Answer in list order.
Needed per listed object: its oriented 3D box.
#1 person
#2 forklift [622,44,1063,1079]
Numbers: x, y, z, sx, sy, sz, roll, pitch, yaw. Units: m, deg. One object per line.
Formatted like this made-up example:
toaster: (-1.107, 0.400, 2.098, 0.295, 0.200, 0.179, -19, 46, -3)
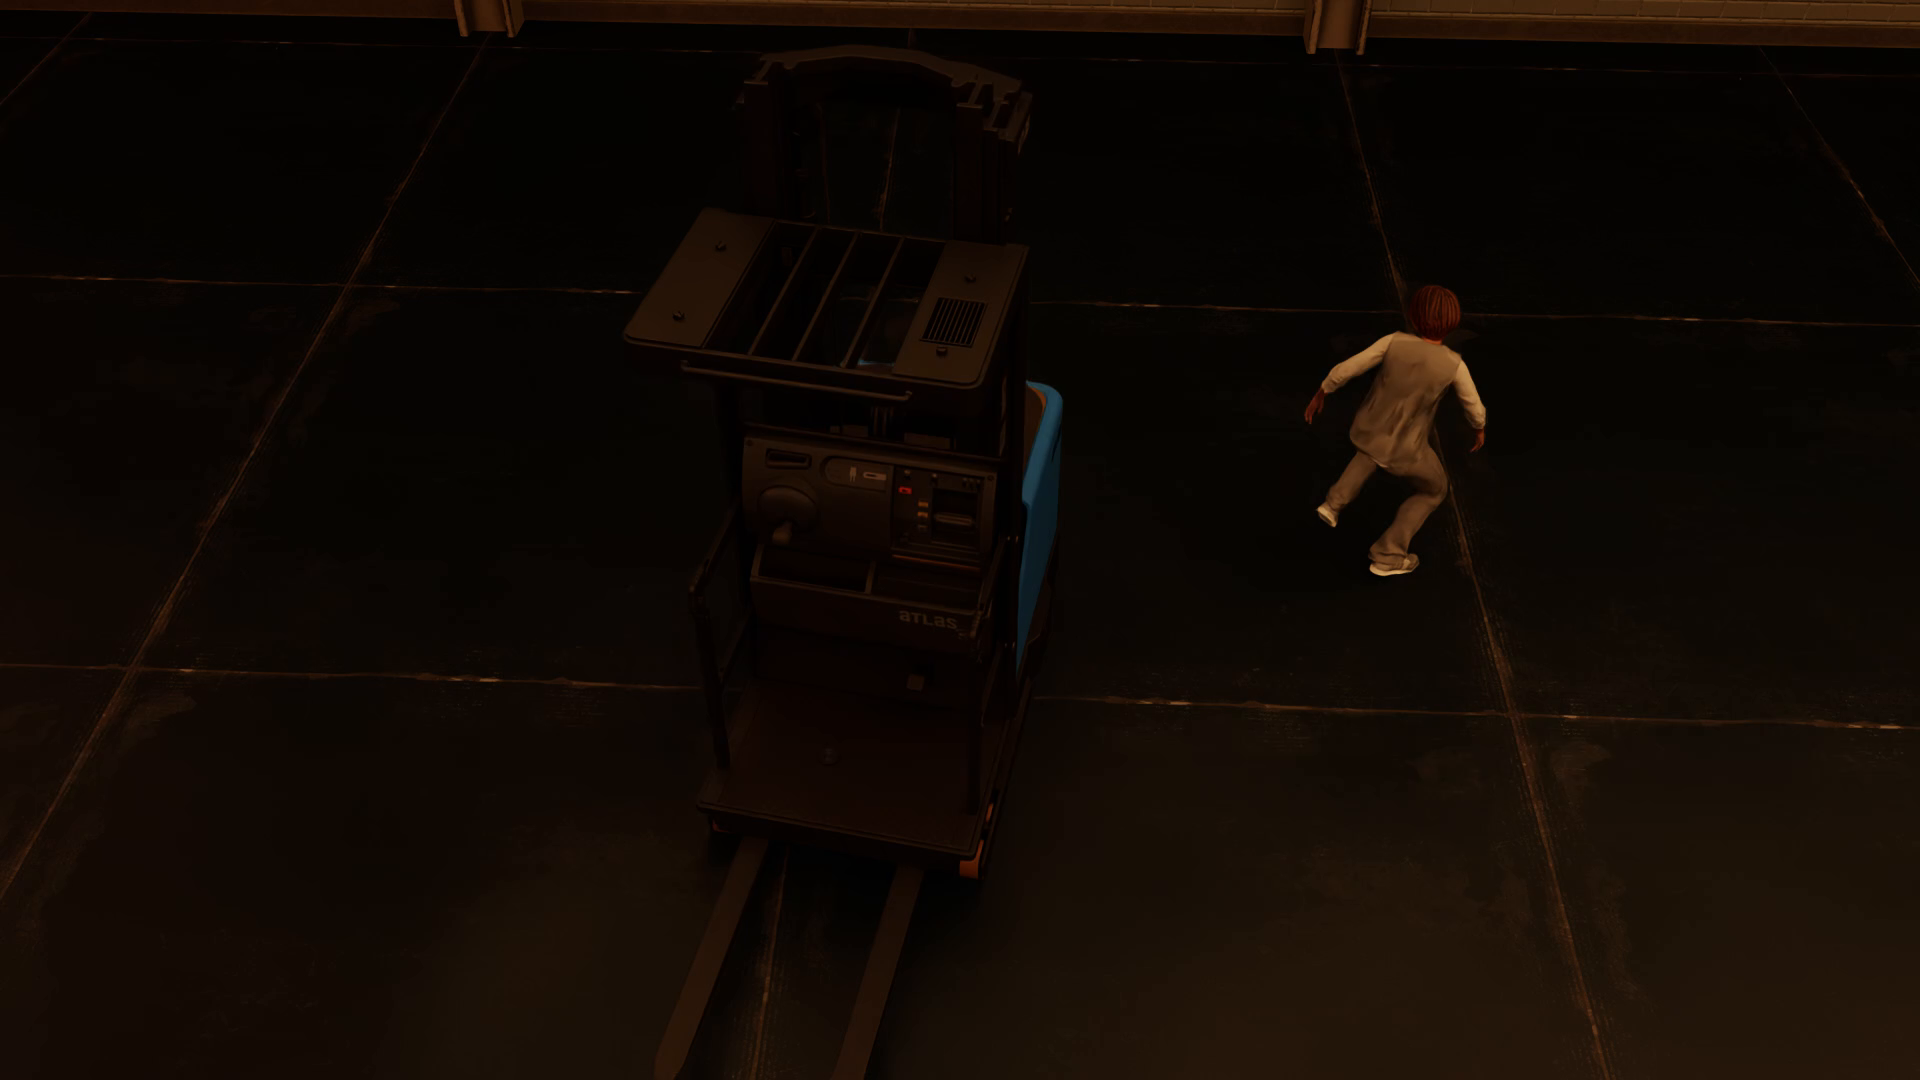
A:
person: (1.942, -0.491, 7.357, 0.529, 1.504, 0.695, -33, 52, -31)
forklift: (-0.374, -0.049, 5.796, 1.130, 2.935, 3.031, 9, 43, 9)
